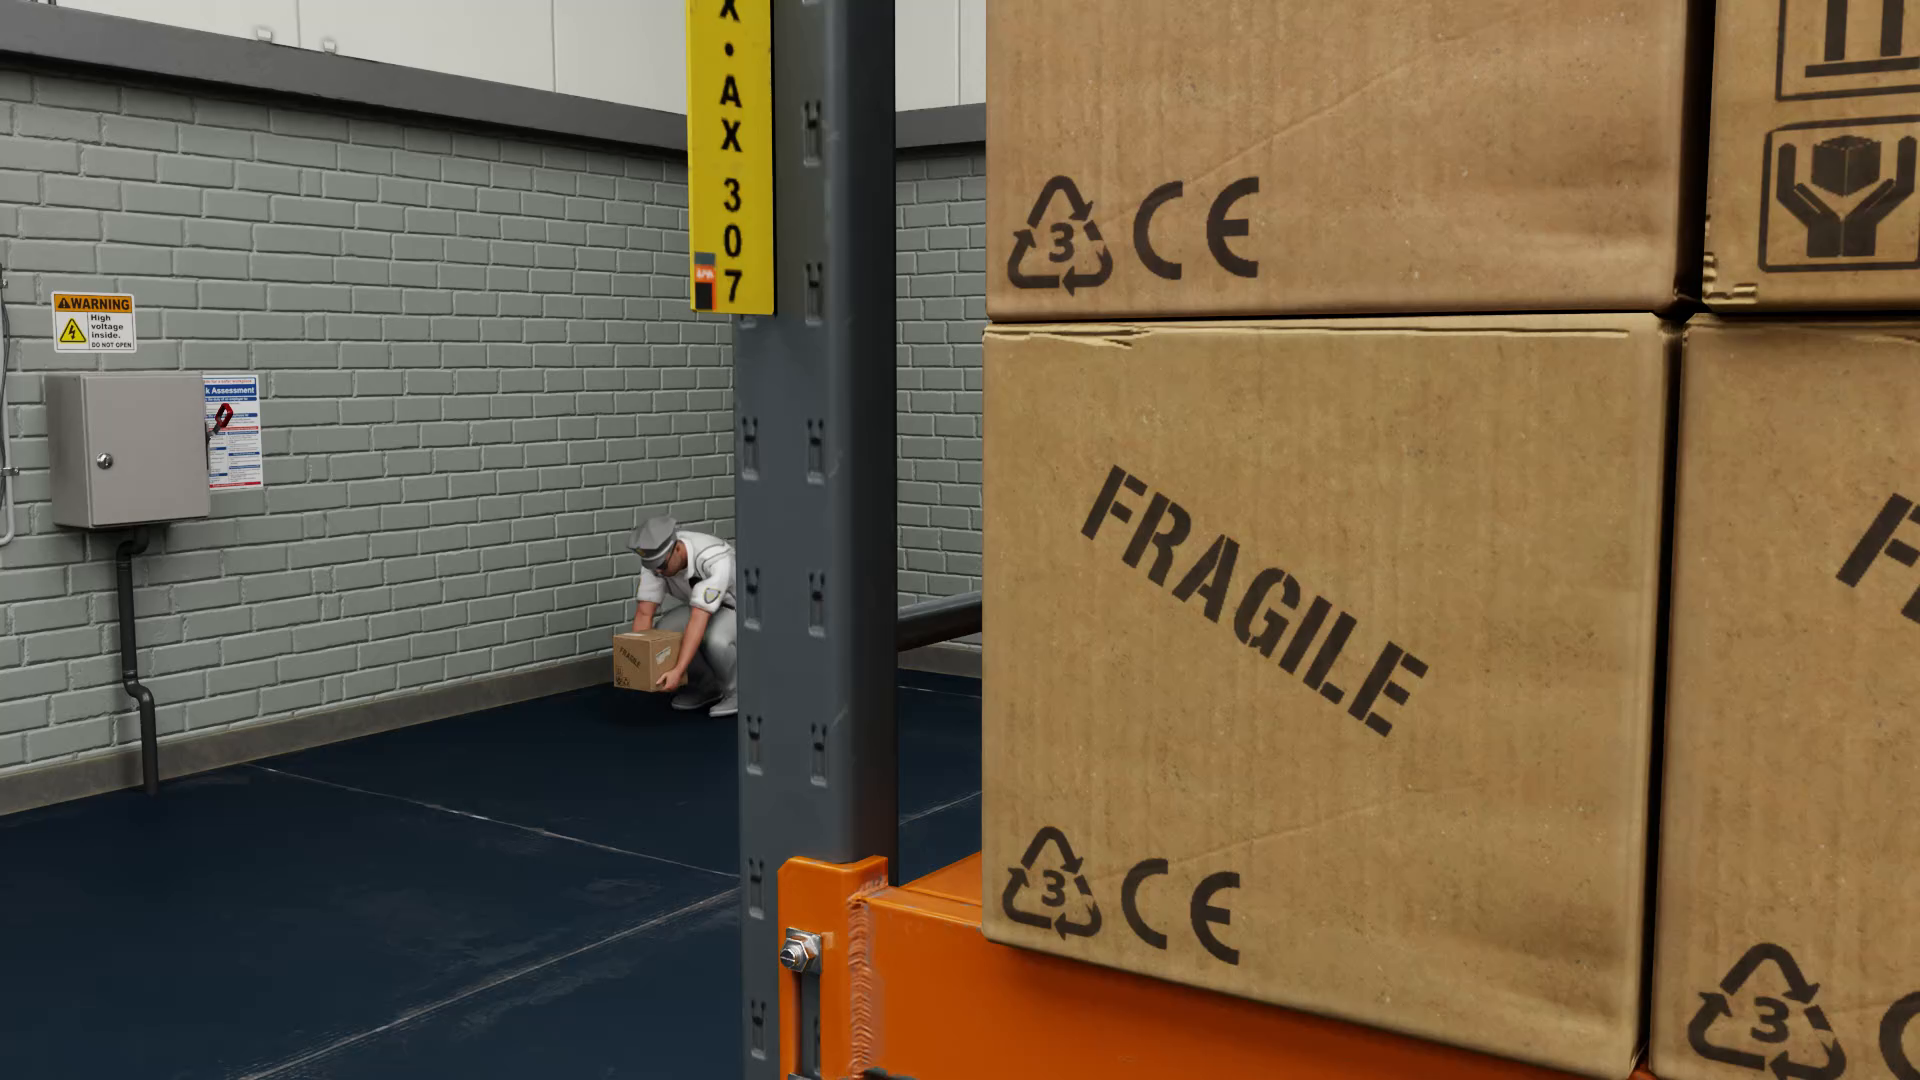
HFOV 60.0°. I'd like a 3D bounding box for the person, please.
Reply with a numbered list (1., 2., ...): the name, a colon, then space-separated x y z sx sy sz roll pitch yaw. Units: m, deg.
1. person: -1.303 0.368 8.281 0.532 1.025 0.949 4 7 32
